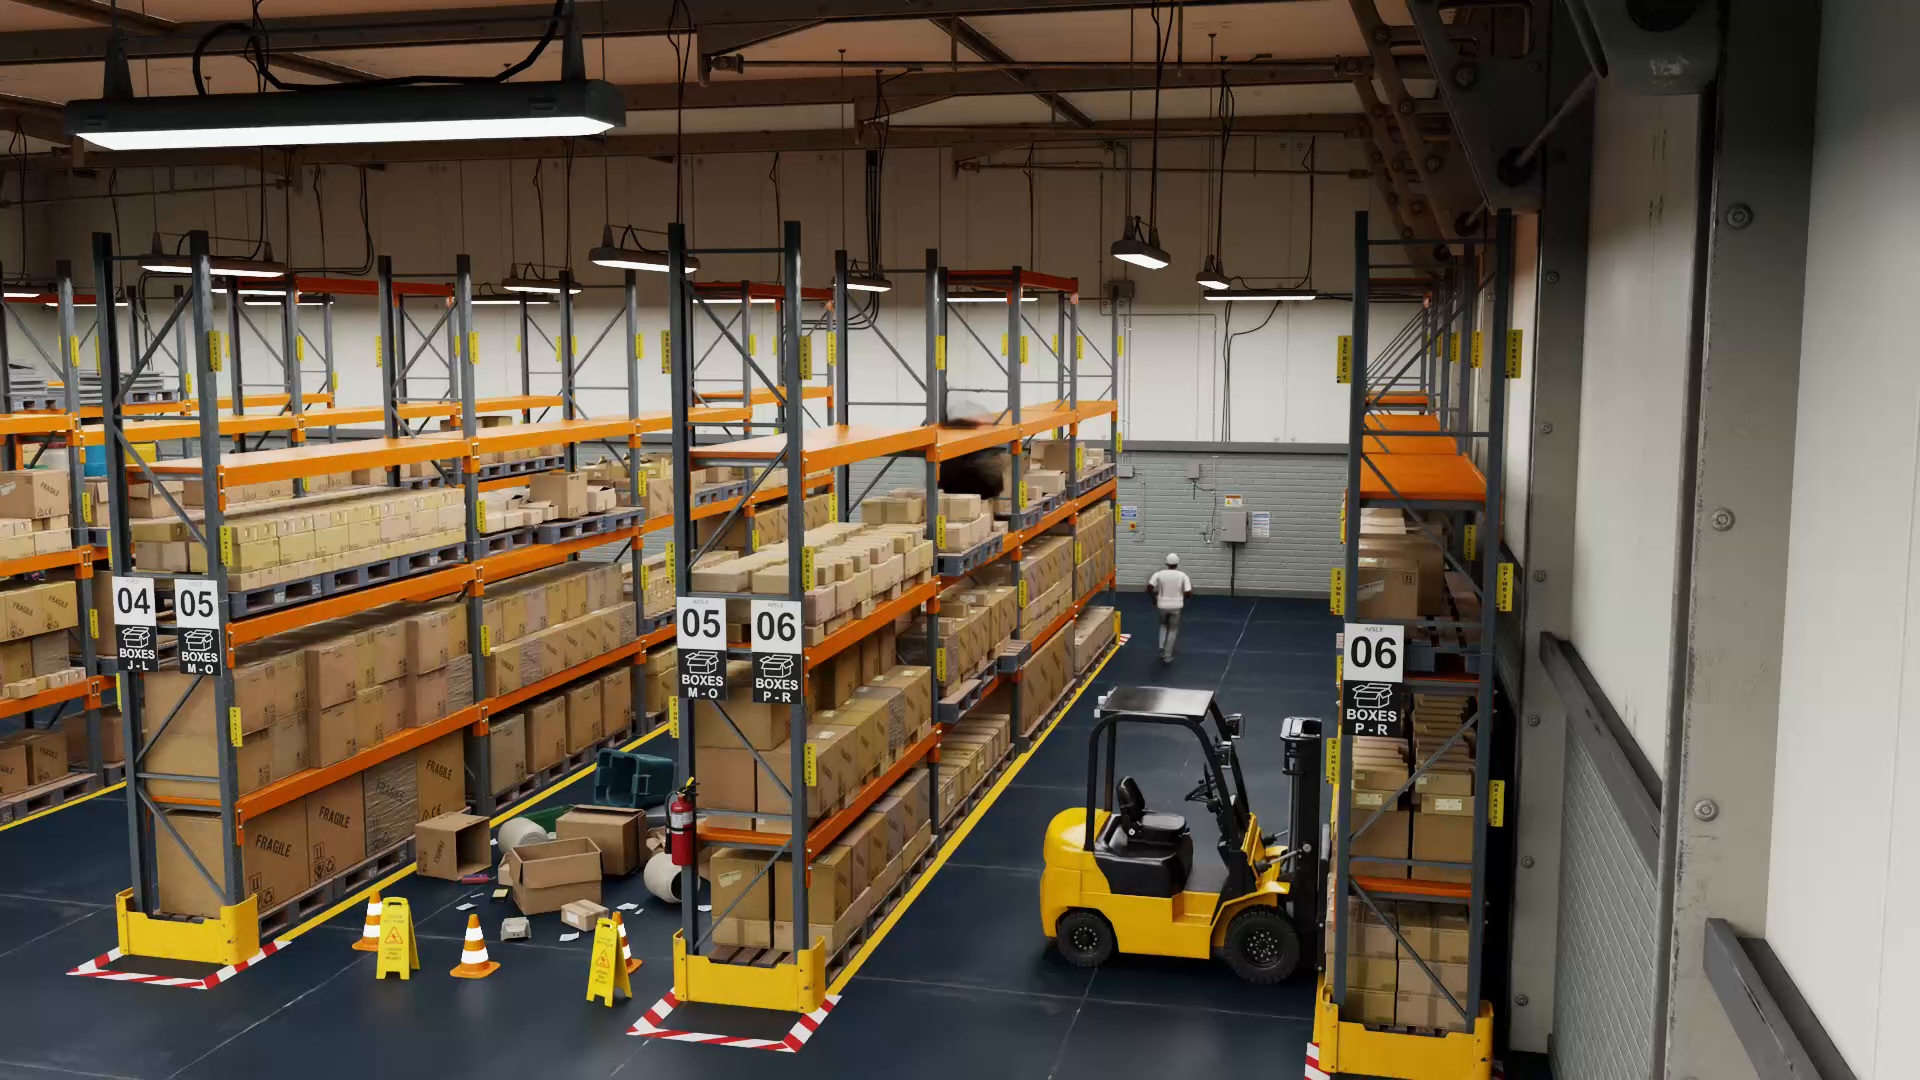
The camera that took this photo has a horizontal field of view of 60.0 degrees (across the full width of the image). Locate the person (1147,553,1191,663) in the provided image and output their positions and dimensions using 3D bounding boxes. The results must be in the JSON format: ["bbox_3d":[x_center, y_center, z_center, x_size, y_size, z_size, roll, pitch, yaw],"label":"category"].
[{"bbox_3d":[3.354,1.068,26.519,0.672,1.746,0.657,2,7,18],"label":"person"}]
